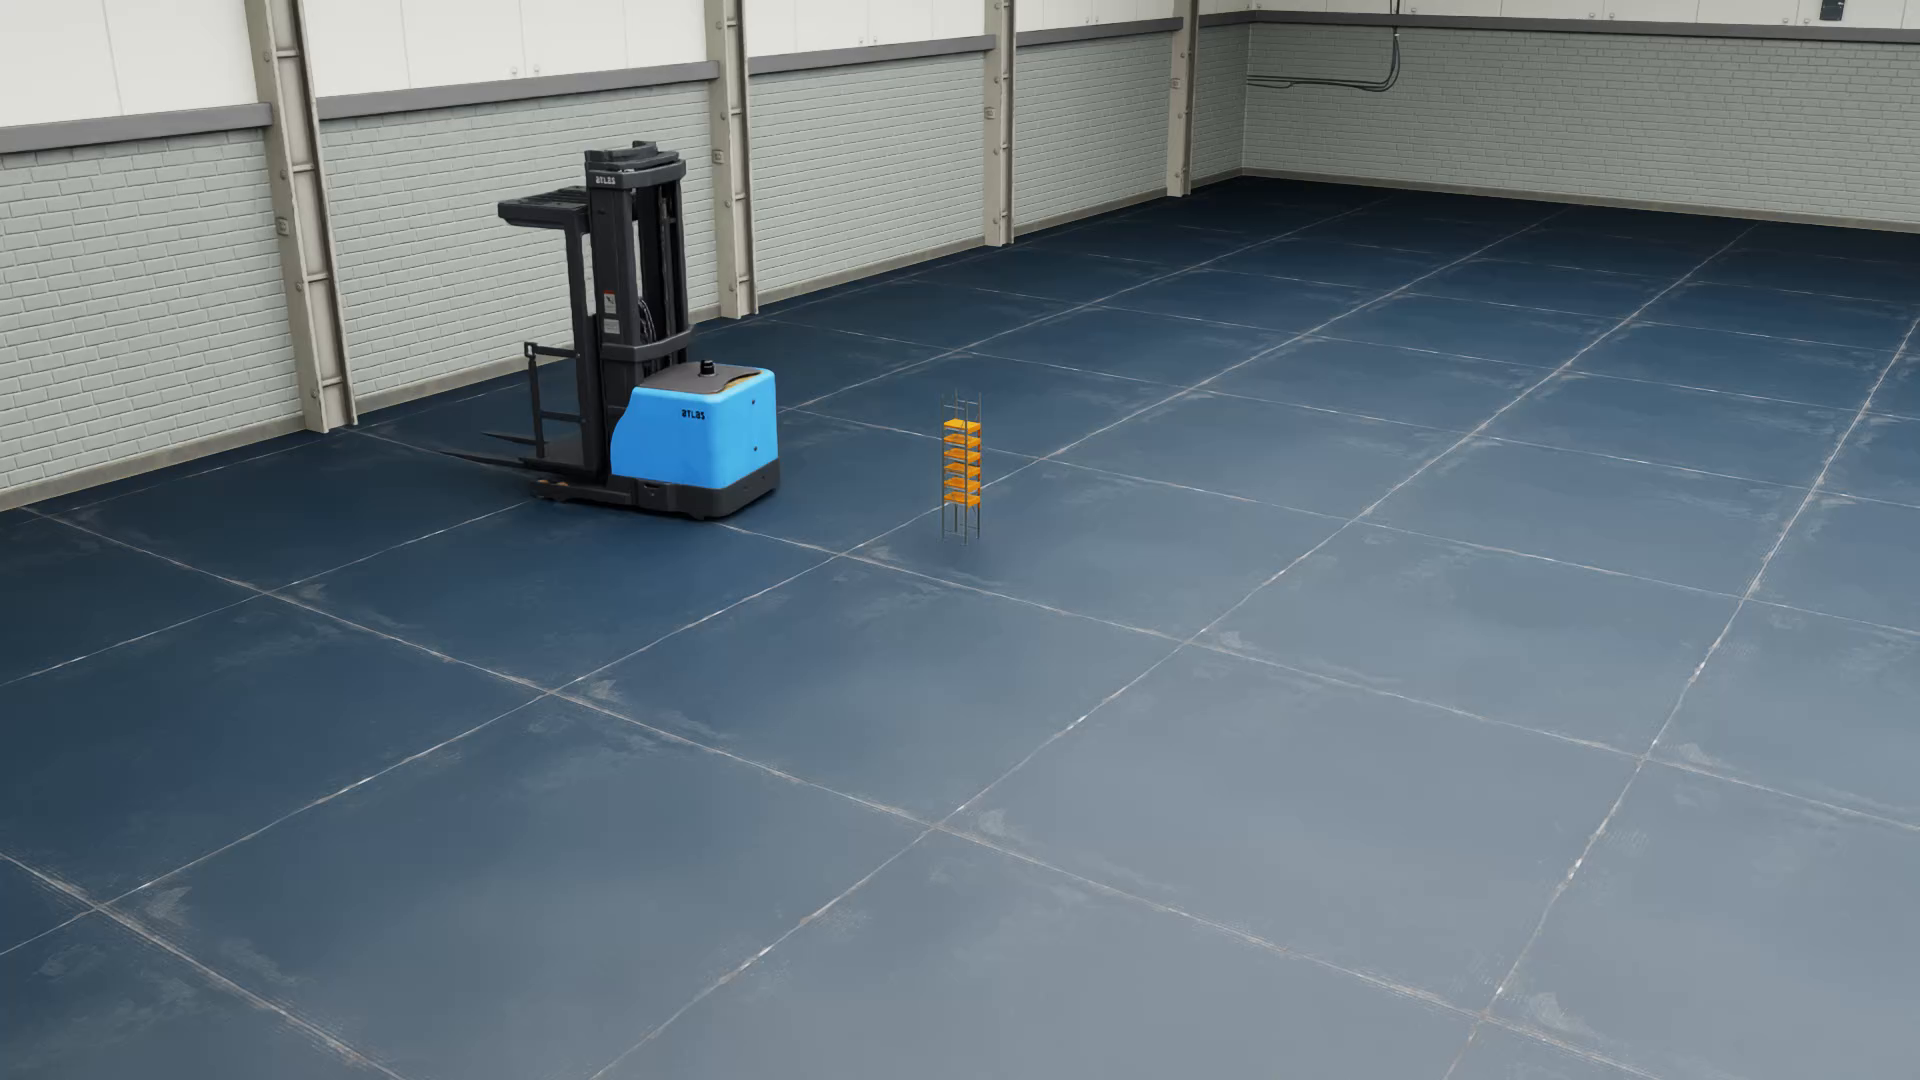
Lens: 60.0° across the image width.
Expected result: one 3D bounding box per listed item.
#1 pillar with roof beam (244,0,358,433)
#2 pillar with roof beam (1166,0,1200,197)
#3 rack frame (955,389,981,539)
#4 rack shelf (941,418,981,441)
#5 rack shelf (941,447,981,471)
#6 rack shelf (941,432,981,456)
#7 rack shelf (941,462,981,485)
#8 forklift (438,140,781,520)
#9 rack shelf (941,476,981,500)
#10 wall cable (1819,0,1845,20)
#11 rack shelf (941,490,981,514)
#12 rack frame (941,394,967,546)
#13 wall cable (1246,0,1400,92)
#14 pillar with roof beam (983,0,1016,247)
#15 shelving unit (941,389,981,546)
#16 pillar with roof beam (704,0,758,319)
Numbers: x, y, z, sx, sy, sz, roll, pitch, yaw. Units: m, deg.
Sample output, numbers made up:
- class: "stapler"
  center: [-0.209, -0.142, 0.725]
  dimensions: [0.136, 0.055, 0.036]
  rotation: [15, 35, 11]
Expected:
- class: "pillar with roof beam"
  center: [-2.594, -4.497, 12.451]
  dimensions: [9.100, 9.000, 0.400]
  rotation: [13, 24, 32]
- class: "pillar with roof beam"
  center: [7.525, -9.662, 26.414]
  dimensions: [9.100, 9.000, 0.400]
  rotation: [13, 24, 32]
- class: "rack frame"
  center: [0.060, -0.593, 13.139]
  dimensions: [0.240, 1.200, 0.006]
  rotation: [13, 24, 32]
- class: "rack shelf"
  center: [0.008, -0.863, 12.959]
  dimensions: [0.258, 0.103, 0.180]
  rotation: [13, 24, 32]
- class: "rack shelf"
  center: [0.008, -0.638, 13.042]
  dimensions: [0.258, 0.103, 0.180]
  rotation: [13, 24, 32]
- class: "rack shelf"
  center: [0.008, -0.750, 13.000]
  dimensions: [0.258, 0.103, 0.180]
  rotation: [13, 24, 32]
- class: "rack shelf"
  center: [0.008, -0.525, 13.083]
  dimensions: [0.258, 0.103, 0.180]
  rotation: [13, 24, 32]
- class: "forklift"
  center: [-3.118, -1.857, 14.060]
  dimensions: [3.031, 2.935, 1.130]
  rotation: [8, 22, 22]
- class: "rack shelf"
  center: [0.008, -0.413, 13.125]
  dimensions: [0.258, 0.103, 0.180]
  rotation: [13, 24, 32]
- class: "wall cable"
  center: [14.557, -10.828, 24.664]
  dimensions: [2.305, 6.003, 0.169]
  rotation: [13, 24, 32]
- class: "rack shelf"
  center: [0.008, -0.300, 13.167]
  dimensions: [0.258, 0.103, 0.180]
  rotation: [13, 24, 32]
- class: "rack frame"
  center: [-0.043, -0.541, 12.997]
  dimensions: [0.240, 1.200, 0.006]
  rotation: [13, 24, 32]
- class: "wall cable"
  center: [6.714, -9.632, 30.810]
  dimensions: [3.097, 2.526, 0.112]
  rotation: [13, 24, 32]
- class: "pillar with roof beam"
  center: [4.152, -7.940, 21.760]
  dimensions: [9.100, 9.000, 0.400]
  rotation: [13, 24, 32]
- class: "shelving unit"
  center: [0.008, -0.567, 13.068]
  dimensions: [0.258, 1.200, 0.189]
  rotation: [13, 24, 32]
- class: "pillar with roof beam"
  center: [0.779, -6.219, 17.106]
  dimensions: [9.100, 9.000, 0.400]
  rotation: [13, 24, 32]
